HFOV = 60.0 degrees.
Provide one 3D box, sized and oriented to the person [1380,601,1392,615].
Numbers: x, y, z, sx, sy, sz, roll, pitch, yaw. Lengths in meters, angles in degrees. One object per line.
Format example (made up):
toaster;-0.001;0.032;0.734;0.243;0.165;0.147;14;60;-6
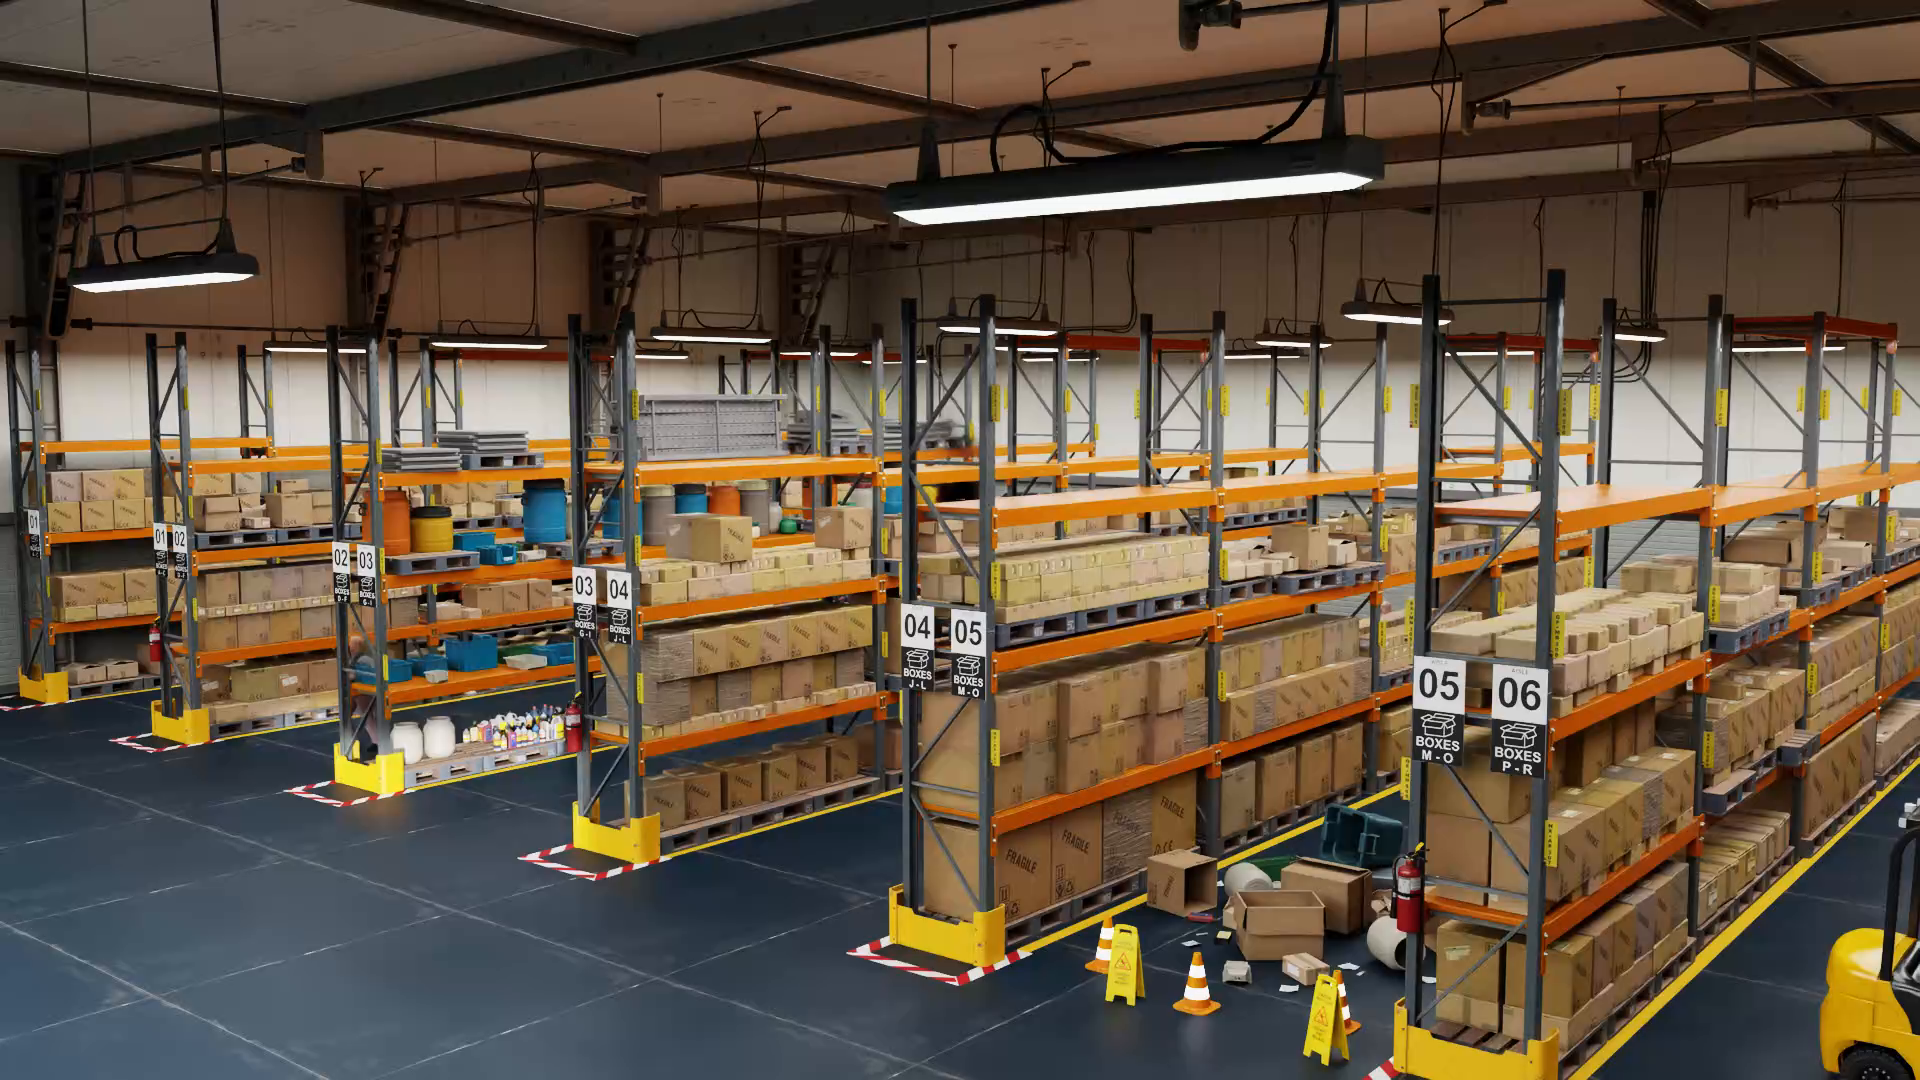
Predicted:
person;6.956;1.869;26.921;0.862;1.780;0.726;-5;7;-41

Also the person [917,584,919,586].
person;-1.170;1.205;34.358;0.704;1.728;0.654;2;6;25

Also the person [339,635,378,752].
person;-8.415;2.224;23.328;0.628;1.791;0.781;3;6;28
